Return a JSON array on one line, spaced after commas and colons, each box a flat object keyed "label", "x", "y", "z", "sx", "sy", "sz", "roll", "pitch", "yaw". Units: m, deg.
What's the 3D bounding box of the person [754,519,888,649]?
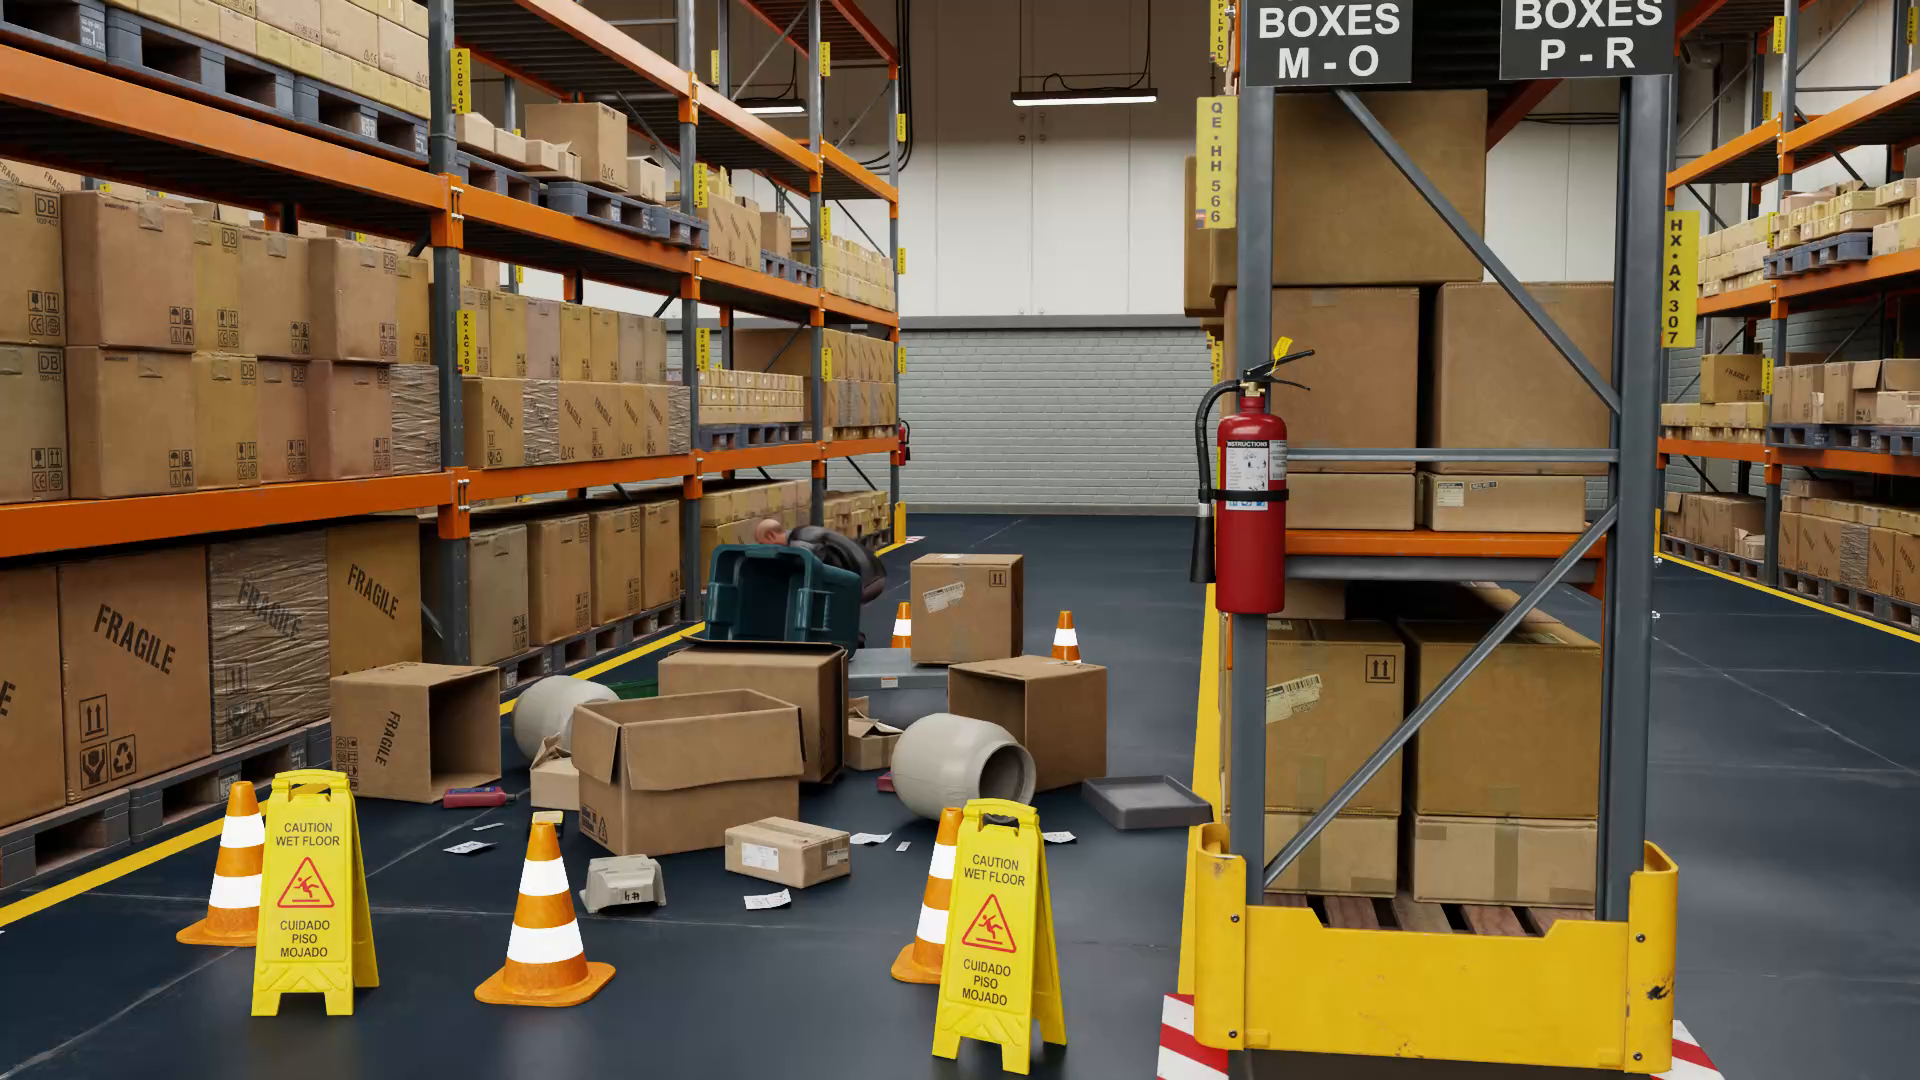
[{"label": "person", "x": -0.932, "y": 0.311, "z": 11.091, "sx": 0.868, "sy": 0.906, "sz": 0.537, "roll": 1, "pitch": 4, "yaw": 9}]
